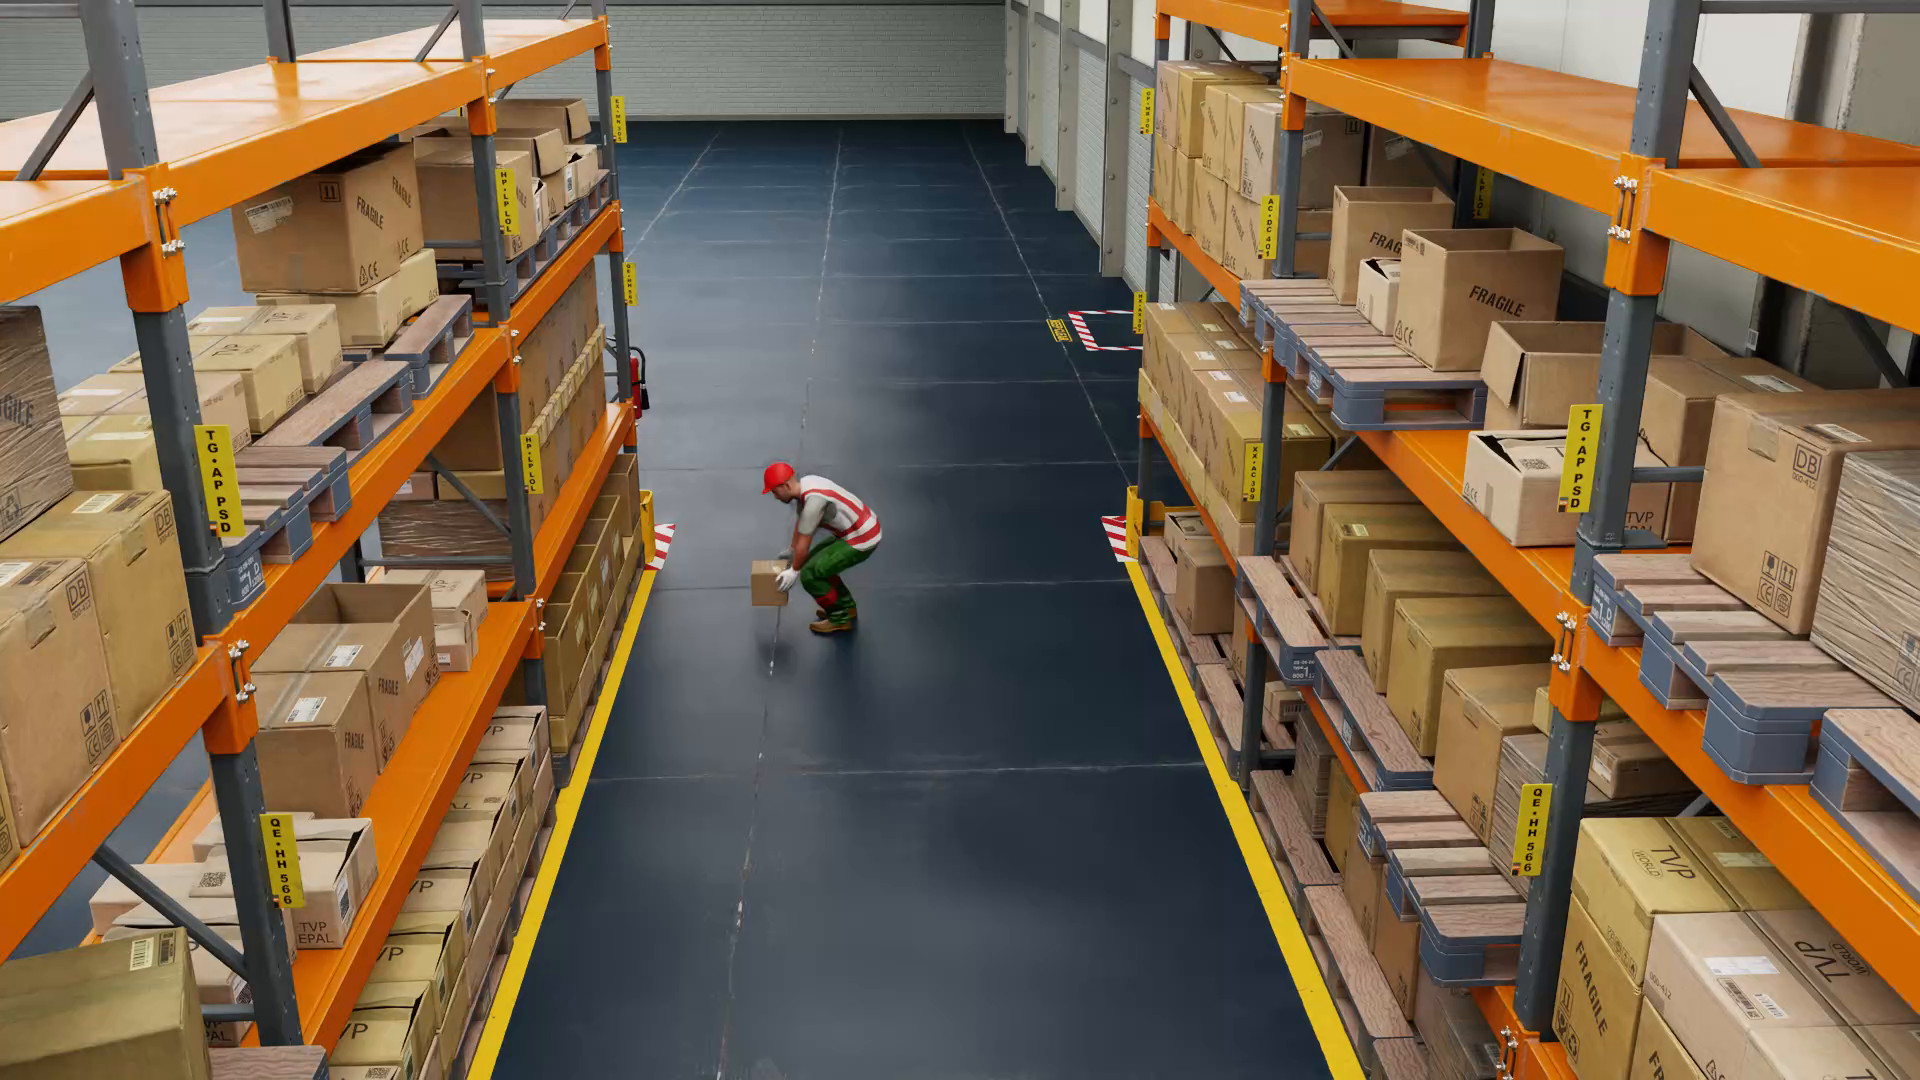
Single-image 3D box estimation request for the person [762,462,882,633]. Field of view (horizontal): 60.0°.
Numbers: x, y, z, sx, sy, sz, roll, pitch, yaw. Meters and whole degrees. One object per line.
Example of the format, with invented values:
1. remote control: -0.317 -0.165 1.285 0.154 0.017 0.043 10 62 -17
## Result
1. person: -0.964 0.038 11.738 0.833 1.239 0.585 -1 20 -3
